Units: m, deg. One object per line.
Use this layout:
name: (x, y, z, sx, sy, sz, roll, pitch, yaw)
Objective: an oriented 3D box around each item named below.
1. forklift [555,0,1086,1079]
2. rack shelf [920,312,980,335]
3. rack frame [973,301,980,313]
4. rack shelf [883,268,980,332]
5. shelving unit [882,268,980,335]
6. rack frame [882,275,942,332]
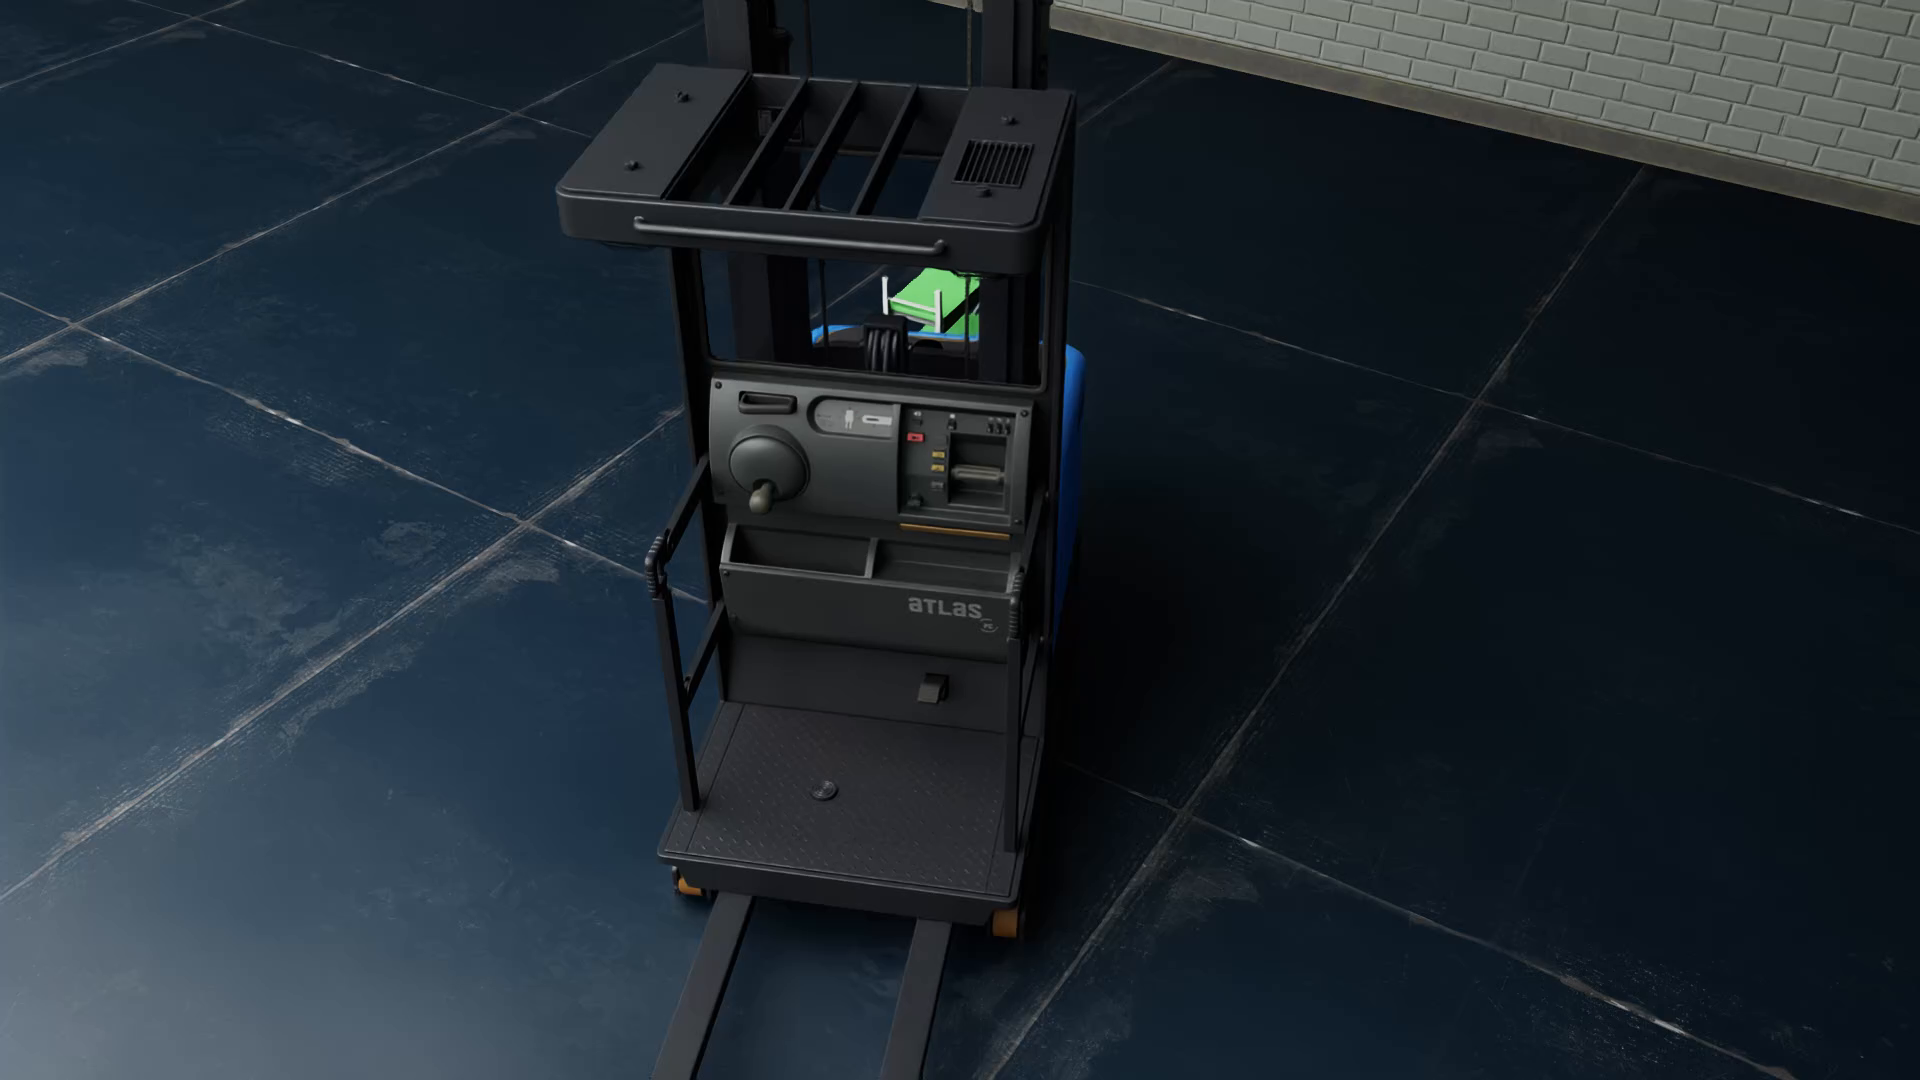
forklift: (-0.293, -0.171, 4.571, 1.130, 2.935, 3.031, 6, 38, 8)
rack shelf: (-0.056, -0.720, 6.413, 0.258, 0.148, 0.480, 18, 41, 22)
rack frame: (0.060, -0.712, 6.691, 0.240, 1.200, 0.015, 18, 41, 22)
rack shelf: (-0.056, -0.910, 6.267, 0.258, 0.148, 0.480, 18, 41, 22)
shelving unit: (-0.056, -0.581, 6.521, 0.258, 1.200, 0.503, 18, 41, 22)
rack frame: (-0.172, -0.450, 6.351, 0.240, 1.200, 0.015, 18, 41, 22)
